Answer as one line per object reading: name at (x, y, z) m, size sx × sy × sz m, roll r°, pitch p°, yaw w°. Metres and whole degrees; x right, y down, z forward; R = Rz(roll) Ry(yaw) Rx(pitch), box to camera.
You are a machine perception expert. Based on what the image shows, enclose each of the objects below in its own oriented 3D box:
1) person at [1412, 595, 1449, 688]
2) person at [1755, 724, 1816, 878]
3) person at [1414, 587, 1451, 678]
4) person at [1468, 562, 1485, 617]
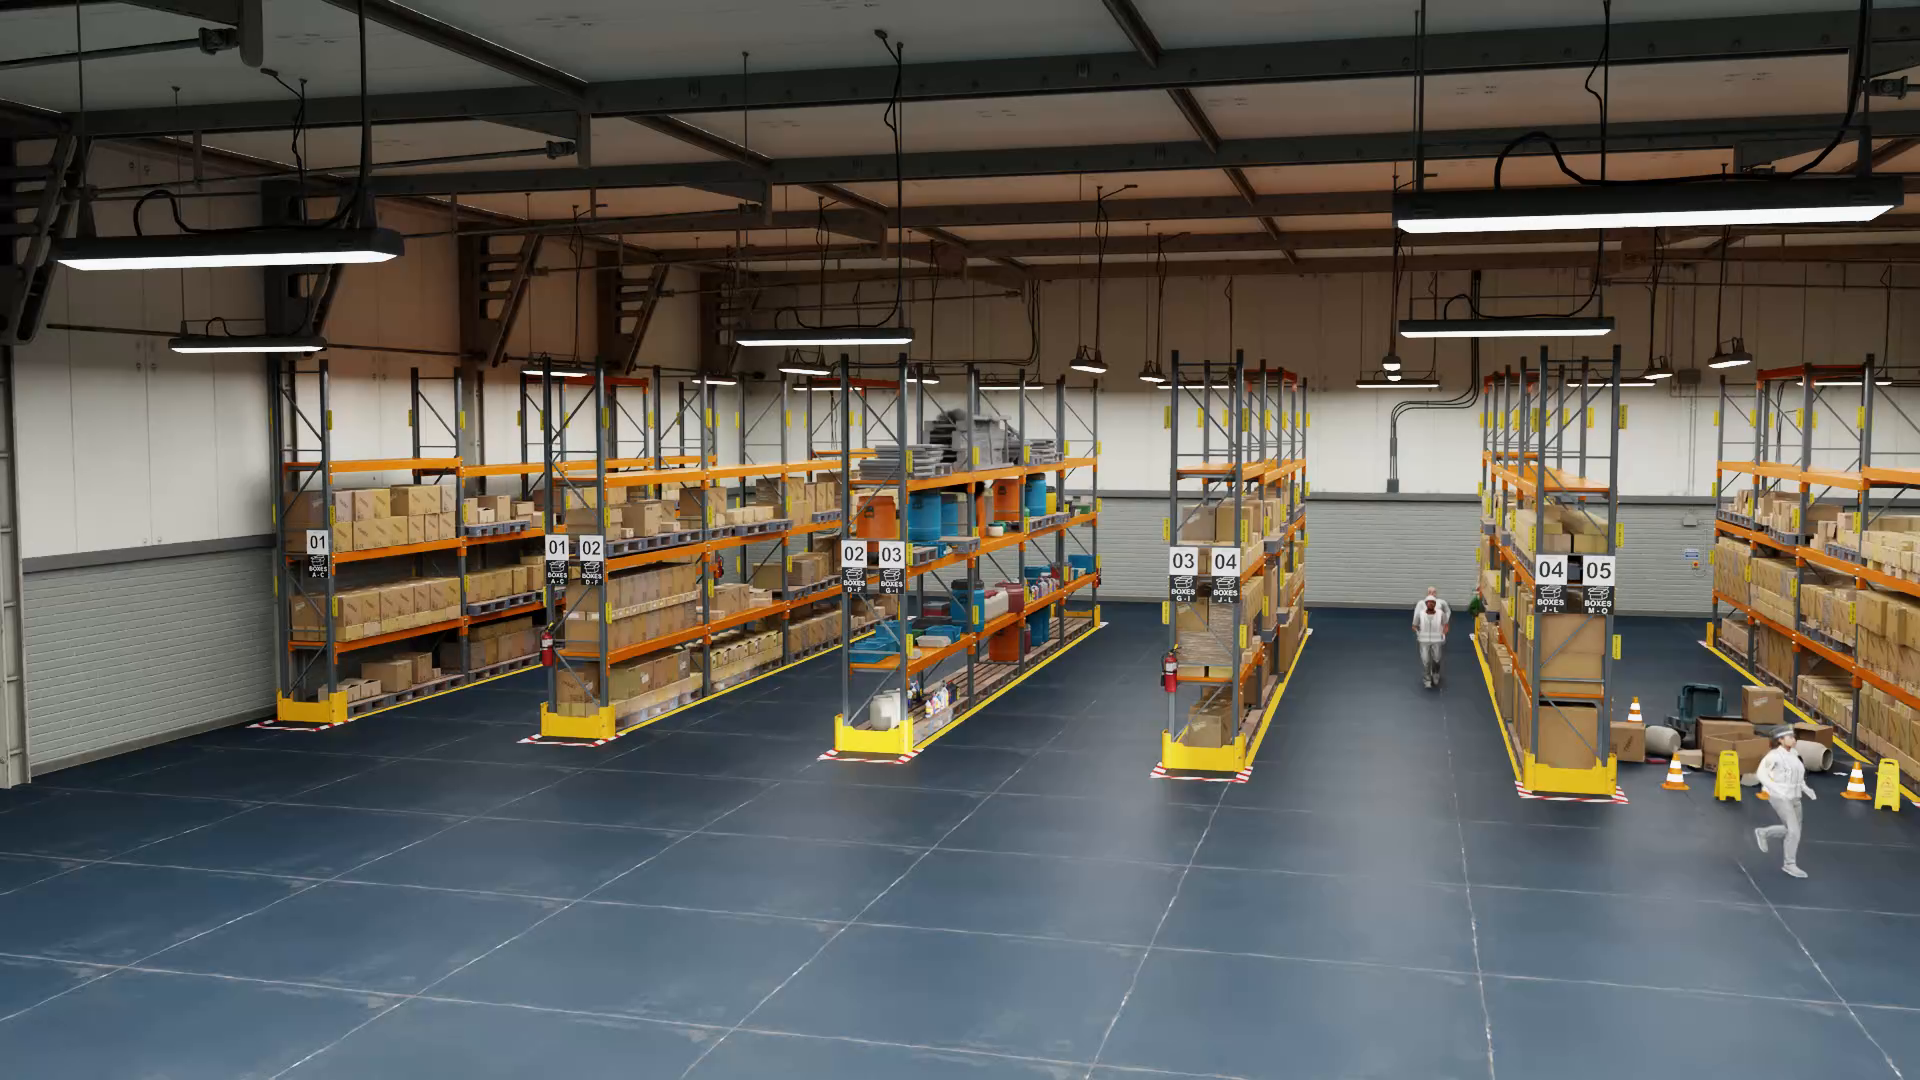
person at (8.767, 1.903, 31.000) m, size 0.675 × 1.734 × 0.608 m, roll 1°, pitch 4°, yaw 15°
person at (9.117, 2.860, 18.443) m, size 0.618 × 1.673 × 0.634 m, roll -2°, pitch 5°, yaw -29°
person at (9.143, 1.810, 32.210) m, size 0.688 × 1.814 × 0.755 m, roll 1°, pitch 4°, yaw 16°
person at (12.294, 1.307, 39.306) m, size 0.551 × 1.719 × 0.721 m, roll 2°, pitch 5°, yaw 26°
